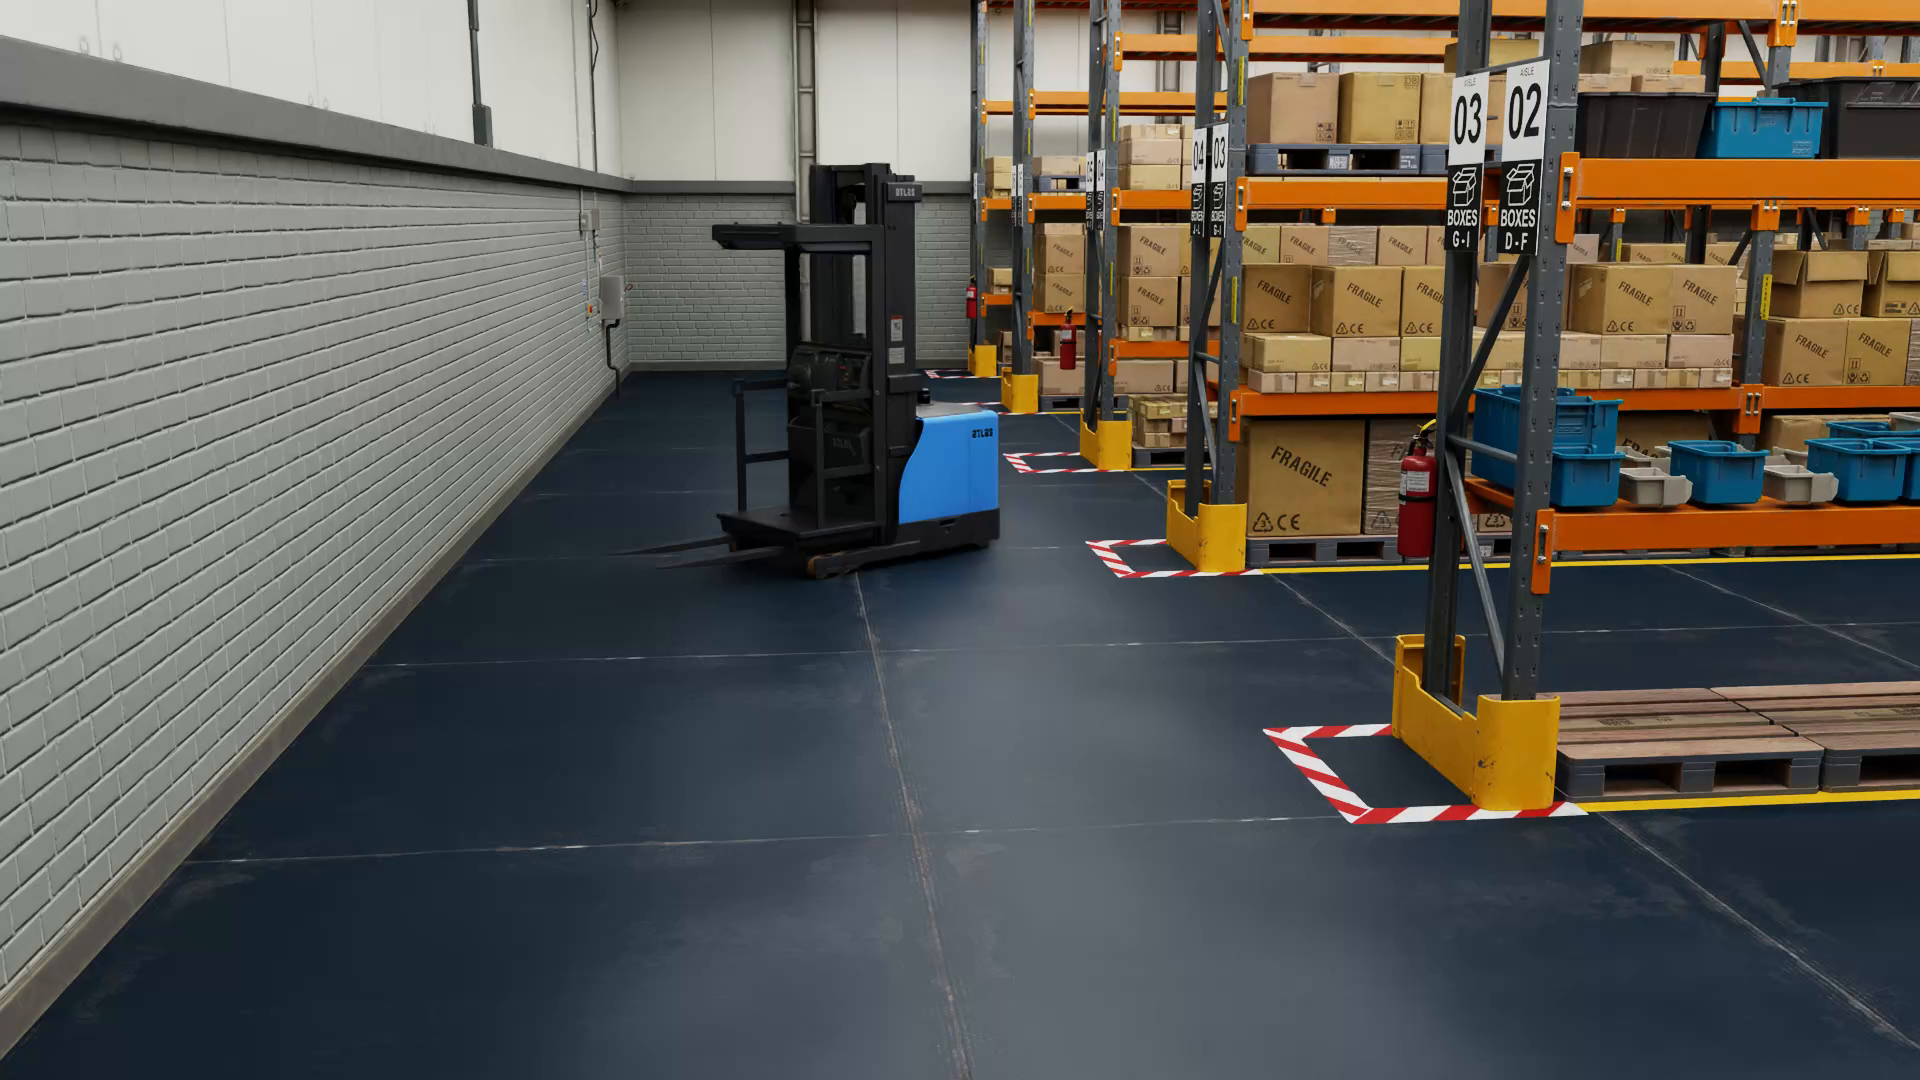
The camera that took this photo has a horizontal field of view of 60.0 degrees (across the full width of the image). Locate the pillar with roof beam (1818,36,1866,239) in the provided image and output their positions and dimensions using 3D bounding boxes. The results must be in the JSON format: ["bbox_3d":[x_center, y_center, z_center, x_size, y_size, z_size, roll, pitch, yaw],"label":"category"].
[{"bbox_3d":[15.863,-6.809,24.675,0.548,9.000,9.100,-1,11,-6],"label":"pillar with roof beam"}]

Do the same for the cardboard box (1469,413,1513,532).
[{"bbox_3d":[4.308,-0.577,12.944,0.875,0.875,0.875,-1,11,-6],"label":"cardboard box"}]

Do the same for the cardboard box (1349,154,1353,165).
[{"bbox_3d":[3.965,-3.948,16.993,0.500,0.250,0.500,-1,11,-4],"label":"cardboard box"}]

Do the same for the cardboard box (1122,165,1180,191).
[{"bbox_3d":[1.930,-3.659,16.816,0.500,0.250,0.500,-1,11,-4],"label":"cardboard box"}]

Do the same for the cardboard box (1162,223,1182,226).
[{"bbox_3d":[2.750,-4.084,21.832,0.250,0.149,0.380,-1,11,-7],"label":"cardboard box"}]

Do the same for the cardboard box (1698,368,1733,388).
[{"bbox_3d":[5.600,-1.238,12.540,0.250,0.149,0.380,-1,11,-6],"label":"cardboard box"}]

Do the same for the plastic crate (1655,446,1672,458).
[{"bbox_3d":[3.507,-0.352,7.911,0.243,0.136,0.396,-1,11,-6],"label":"plastic crate"}]

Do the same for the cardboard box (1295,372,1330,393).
[{"bbox_3d":[2.535,-1.173,12.212,0.250,0.149,0.380,-1,11,-7],"label":"cardboard box"}]

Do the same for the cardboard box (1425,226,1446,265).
[{"bbox_3d":[4.995,-3.008,17.268,0.500,0.500,0.500,-2,11,-8],"label":"cardboard box"}]

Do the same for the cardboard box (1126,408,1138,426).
[{"bbox_3d":[1.950,-1.319,17.832,0.250,0.149,0.380,-2,11,-8],"label":"cardboard box"}]

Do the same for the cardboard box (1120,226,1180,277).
[{"bbox_3d":[1.931,-2.944,16.946,0.500,0.500,0.500,-1,11,-6],"label":"cardboard box"}]

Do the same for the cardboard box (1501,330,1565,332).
[{"bbox_3d":[4.363,-1.522,12.950,0.500,0.250,0.500,-1,11,-5],"label":"cardboard box"}]

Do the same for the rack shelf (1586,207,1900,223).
[{"bbox_3d":[10.763,-4.575,22.950,4.000,0.370,1.077,-1,11,-6],"label":"rack shelf"}]

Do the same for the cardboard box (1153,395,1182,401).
[{"bbox_3d":[2.211,-1.453,17.743,0.250,0.149,0.380,-1,11,-5],"label":"cardboard box"}]

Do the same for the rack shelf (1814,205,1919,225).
[{"bbox_3d":[11.398,-3.627,18.132,4.000,0.370,1.077,-1,11,-6],"label":"rack shelf"}]

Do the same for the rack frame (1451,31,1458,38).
[{"bbox_3d":[8.234,-7.310,27.221,0.127,3.000,1.000,-1,11,-6],"label":"rack frame"}]

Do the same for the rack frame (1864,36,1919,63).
[{"bbox_3d":[12.751,-6.441,22.803,0.127,3.000,1.000,-1,11,-6],"label":"rack frame"}]

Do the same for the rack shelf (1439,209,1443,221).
[{"bbox_3d":[6.246,-5.443,27.368,4.000,0.370,1.077,-1,11,-6],"label":"rack shelf"}]

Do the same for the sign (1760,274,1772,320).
[{"bbox_3d":[5.929,-1.787,12.235,0.005,0.325,0.100,-1,11,-6],"label":"sign"}]

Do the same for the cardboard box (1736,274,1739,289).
[{"bbox_3d":[7.956,-2.723,17.463,0.250,0.149,0.380,-1,11,-6],"label":"cardboard box"}]

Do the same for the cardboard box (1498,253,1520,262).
[{"bbox_3d":[7.285,-3.871,22.433,0.500,0.500,0.500,-1,11,-6],"label":"cardboard box"}]

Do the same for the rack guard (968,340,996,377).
[{"bbox_3d":[0.357,-2.974,27.201,0.348,0.500,1.175,-1,11,-6],"label":"rack guard"}]

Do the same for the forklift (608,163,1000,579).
[{"bbox_3d":[-1.129,-1.271,12.234,3.031,2.935,1.130,-10,15,-40],"label":"forklift"}]

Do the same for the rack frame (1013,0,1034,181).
[{"bbox_3d":[0.821,-6.191,21.532,0.127,3.000,1.000,-1,11,-6],"label":"rack frame"}]

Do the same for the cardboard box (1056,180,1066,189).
[{"bbox_3d":[1.765,-5.723,26.545,0.500,0.250,0.500,-2,11,-8],"label":"cardboard box"}]

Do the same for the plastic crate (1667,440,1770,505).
[{"bbox_3d":[3.362,-0.300,7.397,0.300,0.233,0.416,-1,11,-6],"label":"plastic crate"}]

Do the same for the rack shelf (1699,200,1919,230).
[{"bbox_3d":[7.856,-2.591,12.859,4.000,0.370,1.077,-1,11,-6],"label":"rack shelf"}]

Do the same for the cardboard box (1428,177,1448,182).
[{"bbox_3d":[4.974,-3.720,17.126,0.500,0.250,0.500,-1,11,-5],"label":"cardboard box"}]

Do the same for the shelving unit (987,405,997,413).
[{"bbox_3d":[0.146,-0.558,13.487,0.252,1.050,0.215,-4,12,-20],"label":"shelving unit"}]

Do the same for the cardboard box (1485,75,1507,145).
[{"bbox_3d":[4.026,-3.184,12.407,0.500,0.500,0.700,-1,11,-4],"label":"cardboard box"}]

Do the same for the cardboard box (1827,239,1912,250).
[{"bbox_3d":[9.857,-3.014,18.072,0.500,0.500,0.700,-1,11,-6],"label":"cardboard box"}]

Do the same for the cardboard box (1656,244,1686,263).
[{"bbox_3d":[9.764,-3.792,22.763,0.500,0.500,0.500,-1,11,-3],"label":"cardboard box"}]

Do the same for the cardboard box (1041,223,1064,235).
[{"bbox_3d":[1.204,-4.060,21.709,0.250,0.149,0.380,-1,11,-5],"label":"cardboard box"}]

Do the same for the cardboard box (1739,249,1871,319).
[{"bbox_3d":[6.502,-1.986,12.836,0.637,0.503,0.797,-1,11,-8],"label":"cardboard box"}]

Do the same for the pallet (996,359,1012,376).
[{"bbox_3d":[1.149,-2.849,27.314,1.213,0.211,1.003,-1,11,-6],"label":"pallet"}]

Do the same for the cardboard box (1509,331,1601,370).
[{"bbox_3d":[4.436,-1.421,12.439,0.500,0.250,0.500,-1,11,-5],"label":"cardboard box"}]

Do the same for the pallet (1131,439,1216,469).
[{"bbox_3d":[2.343,-0.944,17.621,1.213,0.211,1.003,-1,11,-6],"label":"pallet"}]

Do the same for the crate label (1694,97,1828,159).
[{"bbox_3d":[3.378,-1.753,7.119,0.502,0.251,0.408,-1,11,-6],"label":"crate label"}]

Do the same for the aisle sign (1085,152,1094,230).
[{"bbox_3d":[1.351,-3.632,17.327,0.004,0.787,0.394,-1,11,-6],"label":"aisle sign"}]

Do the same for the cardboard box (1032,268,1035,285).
[{"bbox_3d":[1.263,-4.240,26.777,0.500,0.250,0.500,-1,11,-5],"label":"cardboard box"}]

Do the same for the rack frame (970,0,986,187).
[{"bbox_3d":[0.281,-7.143,26.373,0.127,3.000,1.000,-1,11,-6],"label":"rack frame"}]

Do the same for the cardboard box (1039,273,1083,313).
[{"bbox_3d":[1.329,-3.251,21.871,0.500,0.500,0.500,-1,11,-7],"label":"cardboard box"}]

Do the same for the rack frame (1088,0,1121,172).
[{"bbox_3d":[1.456,-5.244,16.714,0.127,3.000,1.000,-1,11,-6],"label":"rack frame"}]

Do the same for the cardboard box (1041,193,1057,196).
[{"bbox_3d":[1.397,-5.508,26.484,0.250,0.149,0.380,-1,11,-5],"label":"cardboard box"}]

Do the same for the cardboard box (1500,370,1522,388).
[{"bbox_3d":[4.069,-1.206,12.377,0.250,0.149,0.380,-1,11,-5],"label":"cardboard box"}]

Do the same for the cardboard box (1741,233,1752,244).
[{"bbox_3d":[11.176,-4.232,23.320,0.250,0.149,0.380,-1,11,-3],"label":"cardboard box"}]

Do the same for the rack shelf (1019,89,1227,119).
[{"bbox_3d":[2.809,-5.683,21.852,4.000,0.370,1.077,-1,11,-6],"label":"rack shelf"}]

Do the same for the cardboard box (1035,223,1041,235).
[{"bbox_3d":[1.156,-4.151,22.175,0.250,0.149,0.380,-1,11,-5],"label":"cardboard box"}]

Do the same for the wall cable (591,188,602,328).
[{"bbox_3d":[-4.947,-3.896,22.774,0.122,1.984,0.588,-1,11,-6],"label":"wall cable"}]

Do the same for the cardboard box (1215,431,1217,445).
[{"bbox_3d":[2.775,-1.069,17.331,0.250,0.149,0.380,-1,11,-5],"label":"cardboard box"}]

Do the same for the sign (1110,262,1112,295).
[{"bbox_3d":[1.515,-2.621,16.680,0.005,0.325,0.100,-1,11,-6],"label":"sign"}]

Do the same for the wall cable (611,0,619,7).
[{"bbox_3d":[-5.468,-10.000,26.487,0.133,3.039,2.988,-1,11,-6],"label":"wall cable"}]

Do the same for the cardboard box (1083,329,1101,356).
[{"bbox_3d":[2.290,-3.175,27.136,0.500,0.500,0.500,-1,11,-5],"label":"cardboard box"}]

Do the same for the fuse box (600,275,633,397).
[{"bbox_3d":[-4.864,-2.899,23.679,0.414,1.711,0.539,-1,11,-6],"label":"fuse box"}]

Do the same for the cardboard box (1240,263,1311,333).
[{"bbox_3d":[2.347,-1.848,12.665,0.500,0.500,0.500,-1,11,-5],"label":"cardboard box"}]
